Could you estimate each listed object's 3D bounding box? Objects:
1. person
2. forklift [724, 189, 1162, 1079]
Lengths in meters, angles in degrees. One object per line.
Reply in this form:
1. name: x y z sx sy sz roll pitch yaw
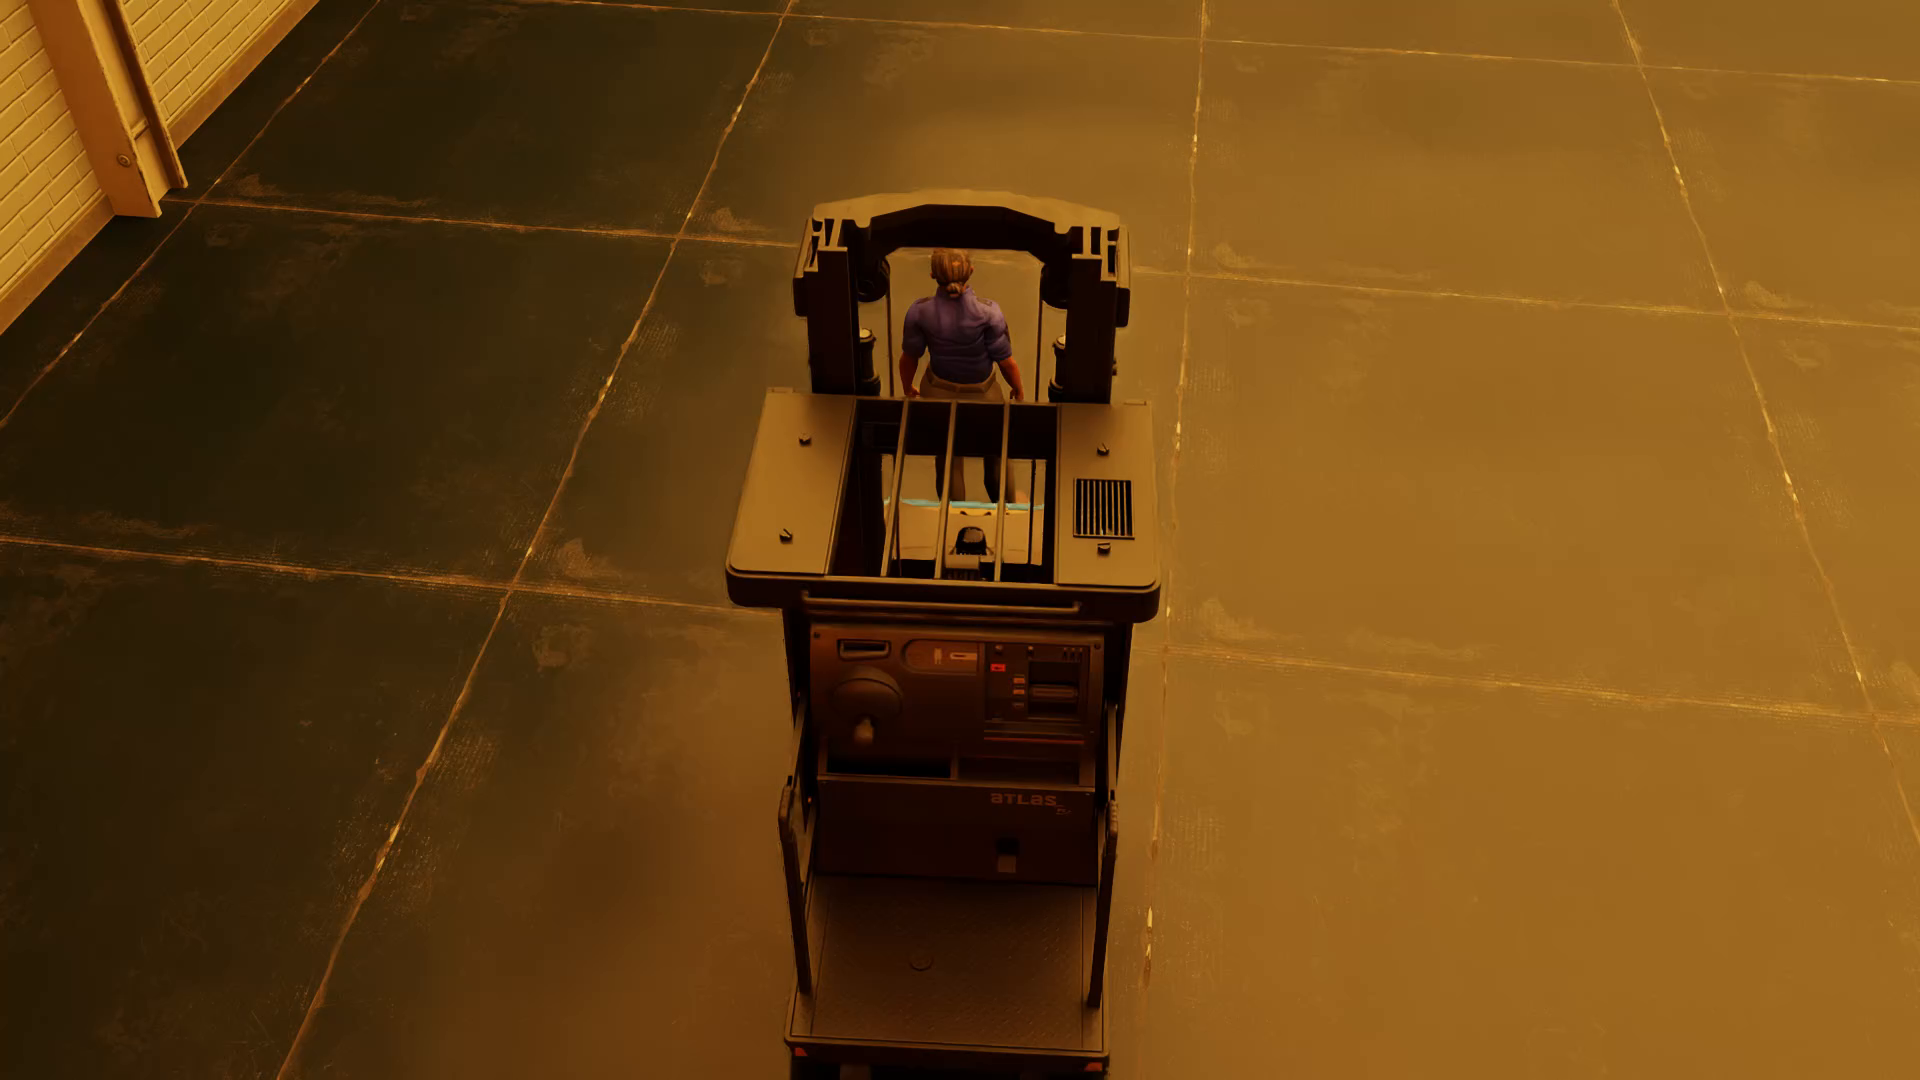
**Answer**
1. person: 0.031 -0.672 7.388 0.569 1.656 0.503 5 43 6
2. forklift: -0.022 0.553 5.122 1.130 2.935 3.031 2 43 2
